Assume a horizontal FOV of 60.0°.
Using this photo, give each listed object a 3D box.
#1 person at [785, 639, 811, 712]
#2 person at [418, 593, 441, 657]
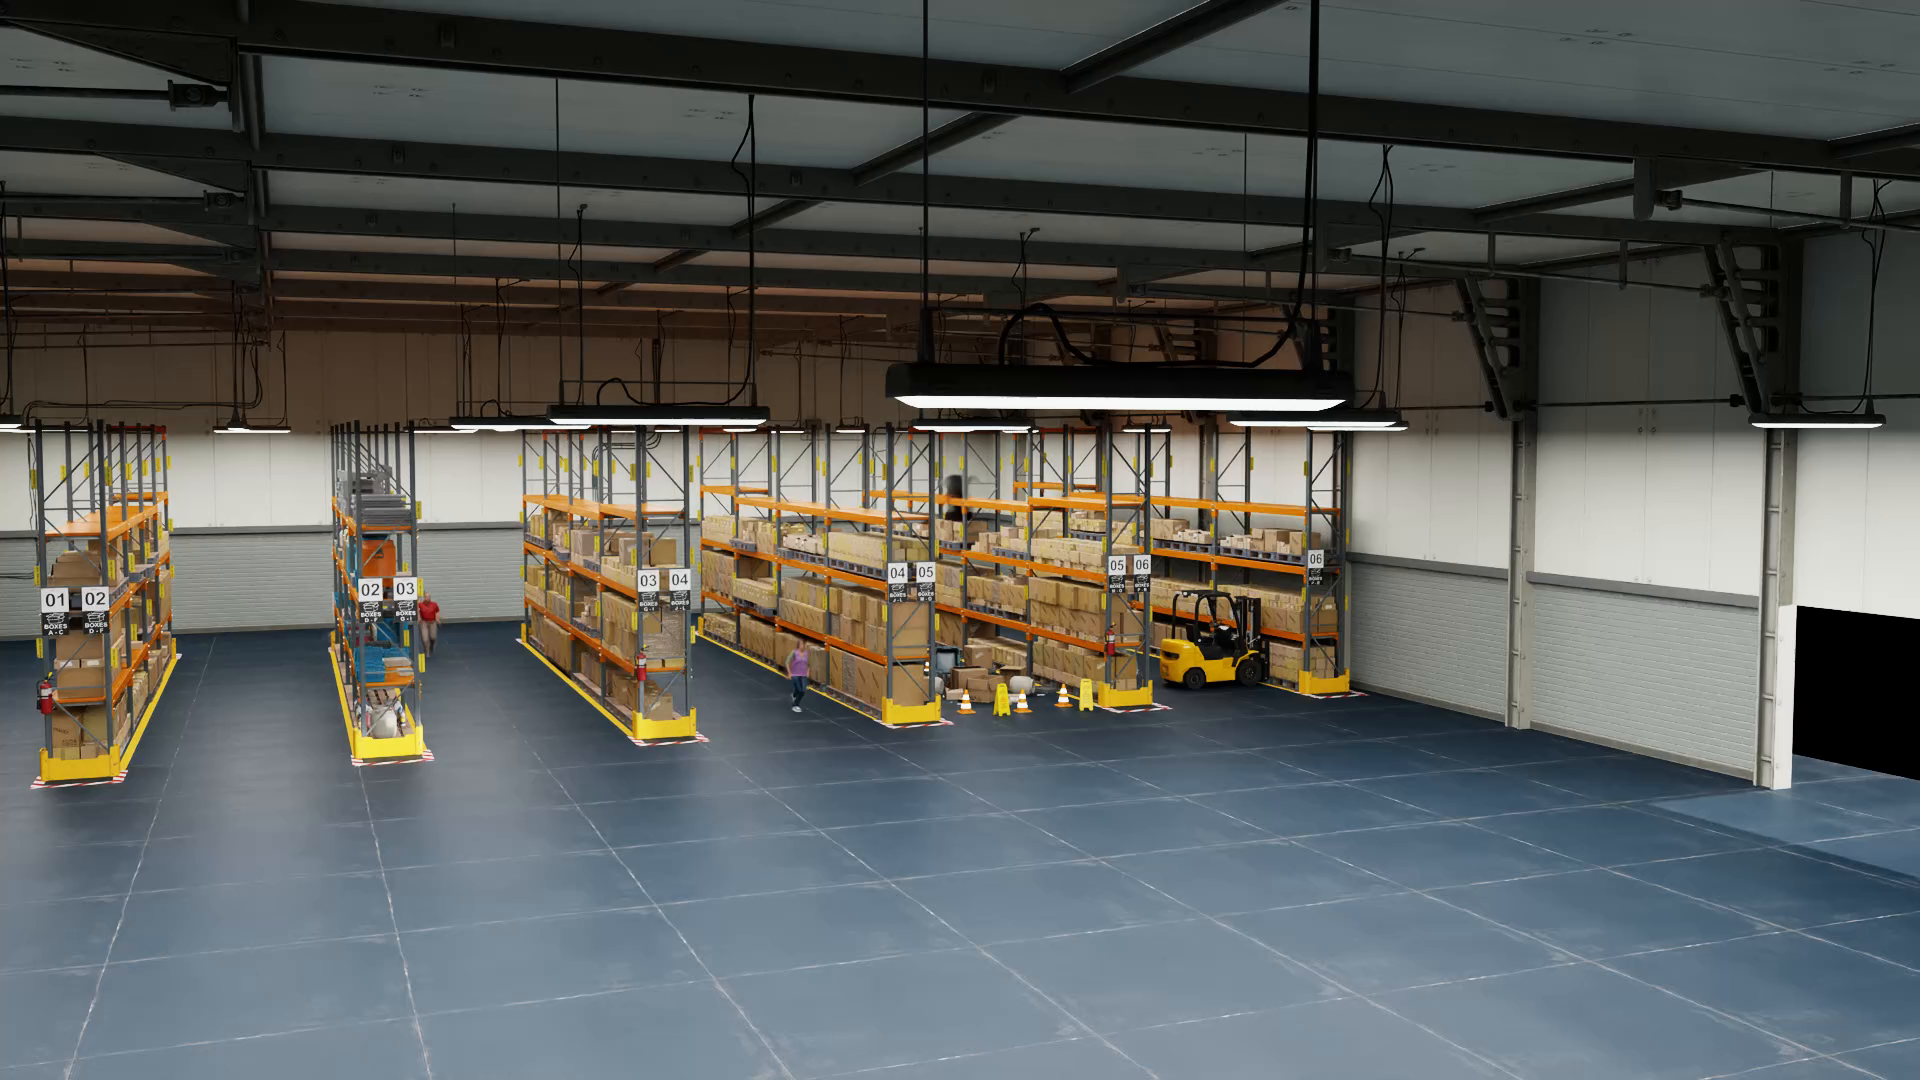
[{"bbox_3d":[-3.354,2.807,34.487,0.563,1.529,0.508,-2,4,-27],"label":"person"},{"bbox_3d":[-13.757,2.201,43.020,0.642,1.674,0.640,-1,4,-23],"label":"person"}]
